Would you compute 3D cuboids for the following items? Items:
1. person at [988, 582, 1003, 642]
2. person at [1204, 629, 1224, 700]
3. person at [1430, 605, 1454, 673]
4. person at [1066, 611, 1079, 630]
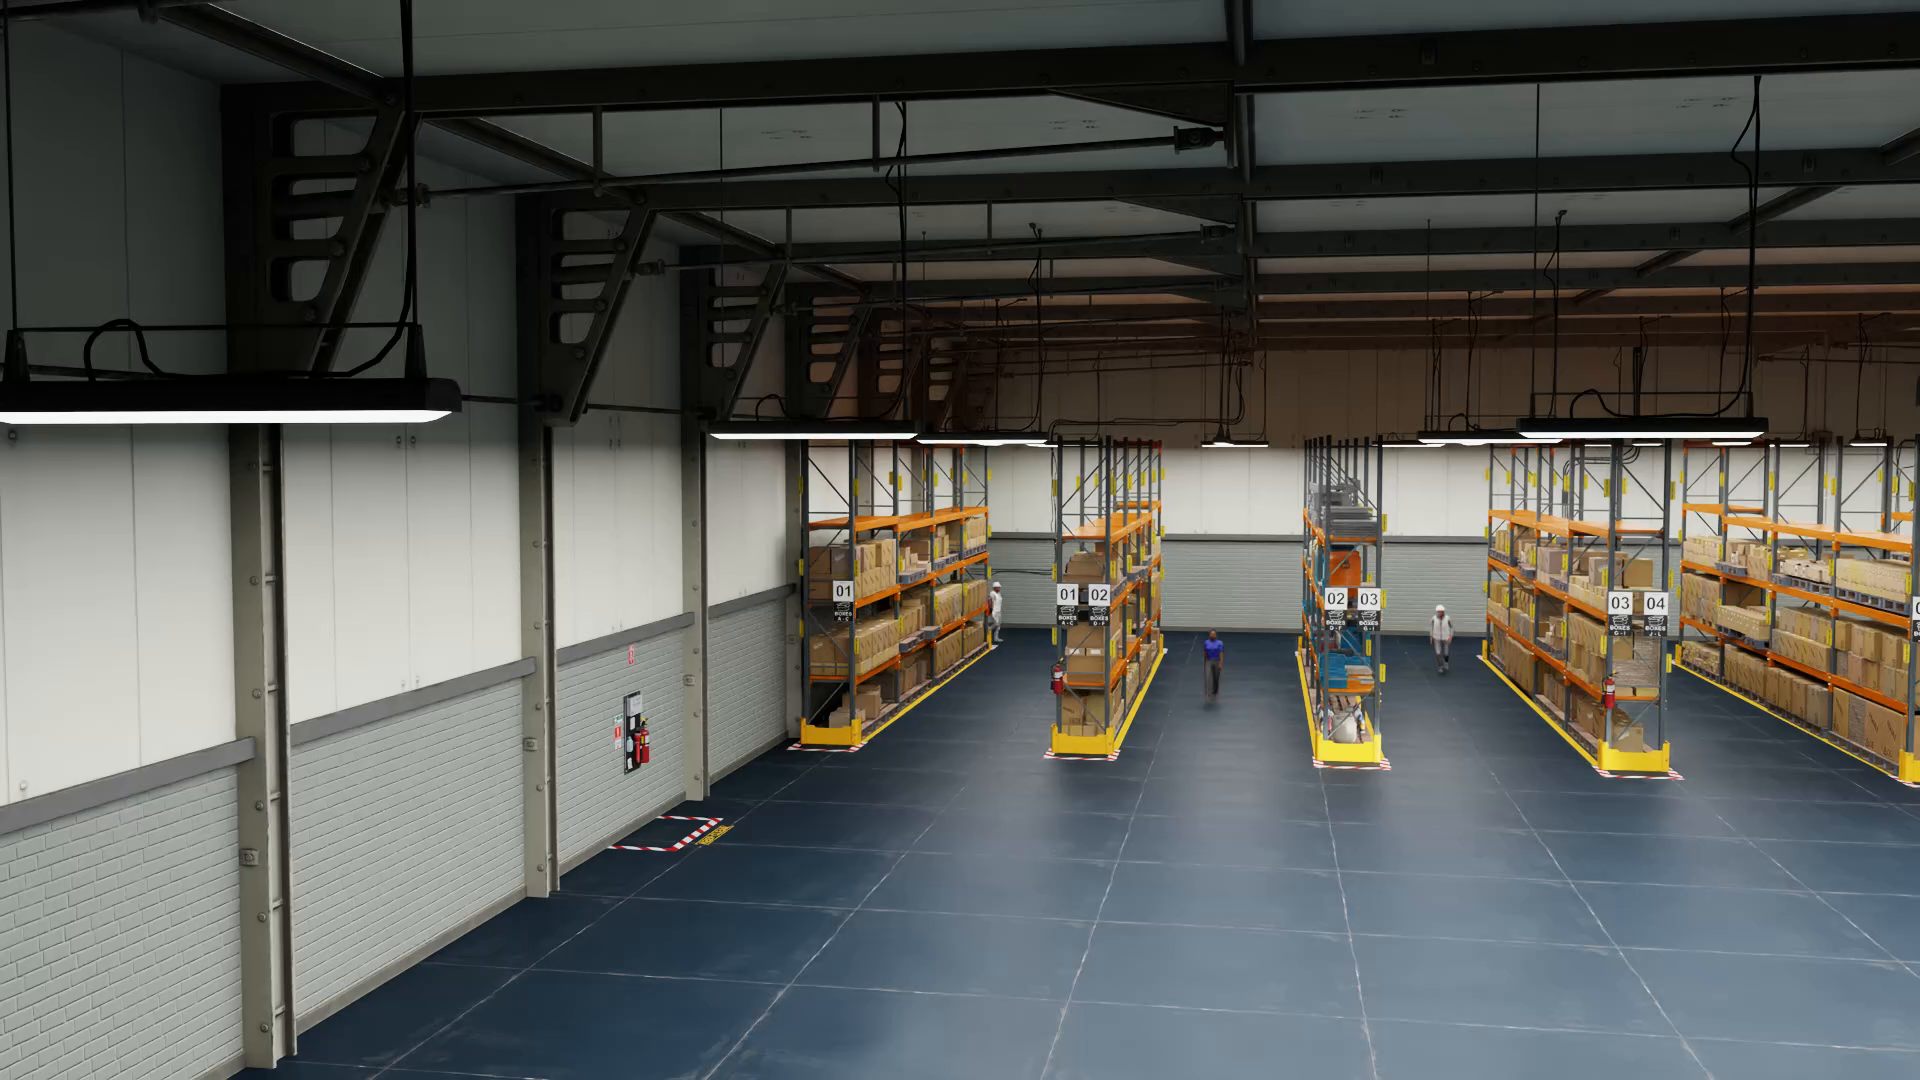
[{"bbox_3d":[1.010,2.138,49.480,0.534,1.778,0.606,1,3,23],"label":"person"},{"bbox_3d":[5.795,2.842,37.991,0.456,1.609,0.935,1,3,12],"label":"person"},{"bbox_3d":[12.435,2.535,42.894,0.600,1.754,0.660,1,3,20],"label":"person"},{"bbox_3d":[3.077,2.464,44.926,0.457,1.619,1.033,0,3,8],"label":"person"}]
